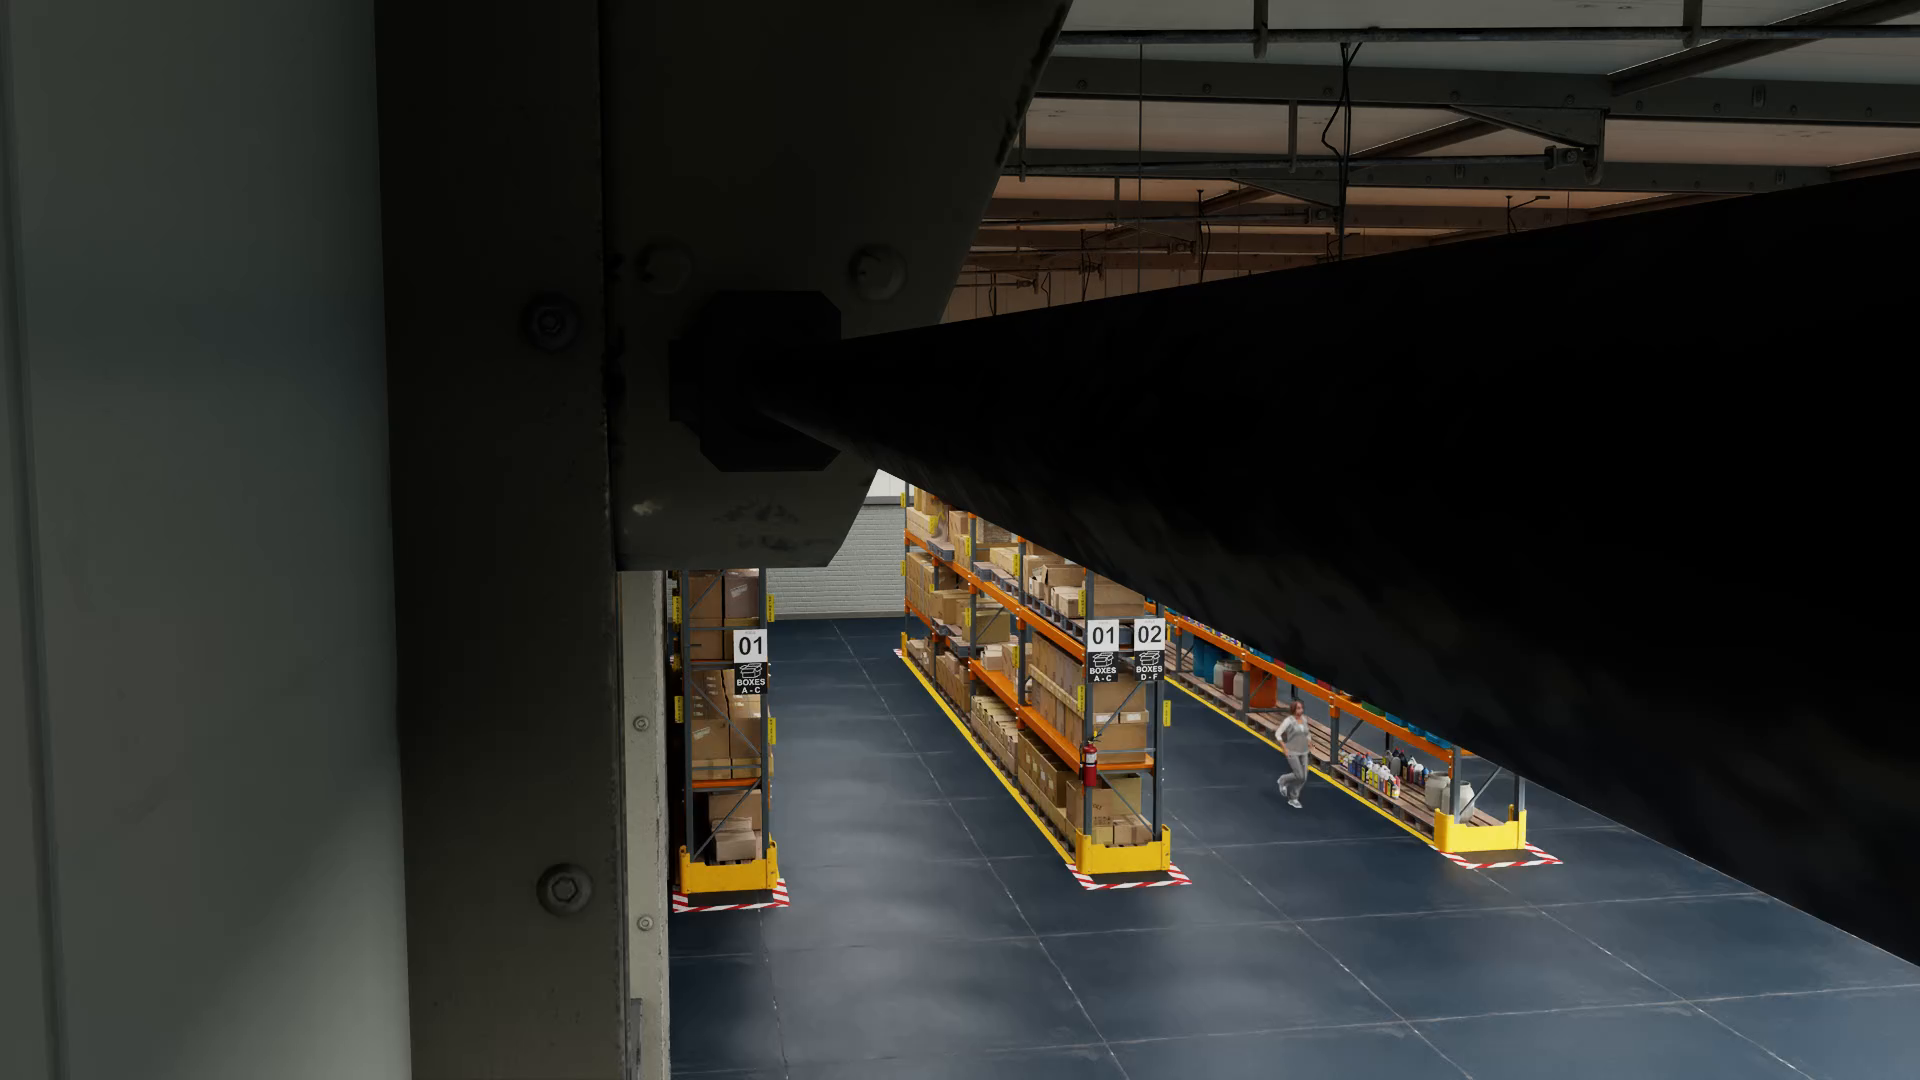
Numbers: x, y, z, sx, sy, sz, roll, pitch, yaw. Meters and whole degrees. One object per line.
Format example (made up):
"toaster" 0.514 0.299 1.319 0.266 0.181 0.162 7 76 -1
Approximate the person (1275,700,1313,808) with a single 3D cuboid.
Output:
"person" 4.847 3.082 23.964 0.536 1.555 0.544 -3 7 -25
